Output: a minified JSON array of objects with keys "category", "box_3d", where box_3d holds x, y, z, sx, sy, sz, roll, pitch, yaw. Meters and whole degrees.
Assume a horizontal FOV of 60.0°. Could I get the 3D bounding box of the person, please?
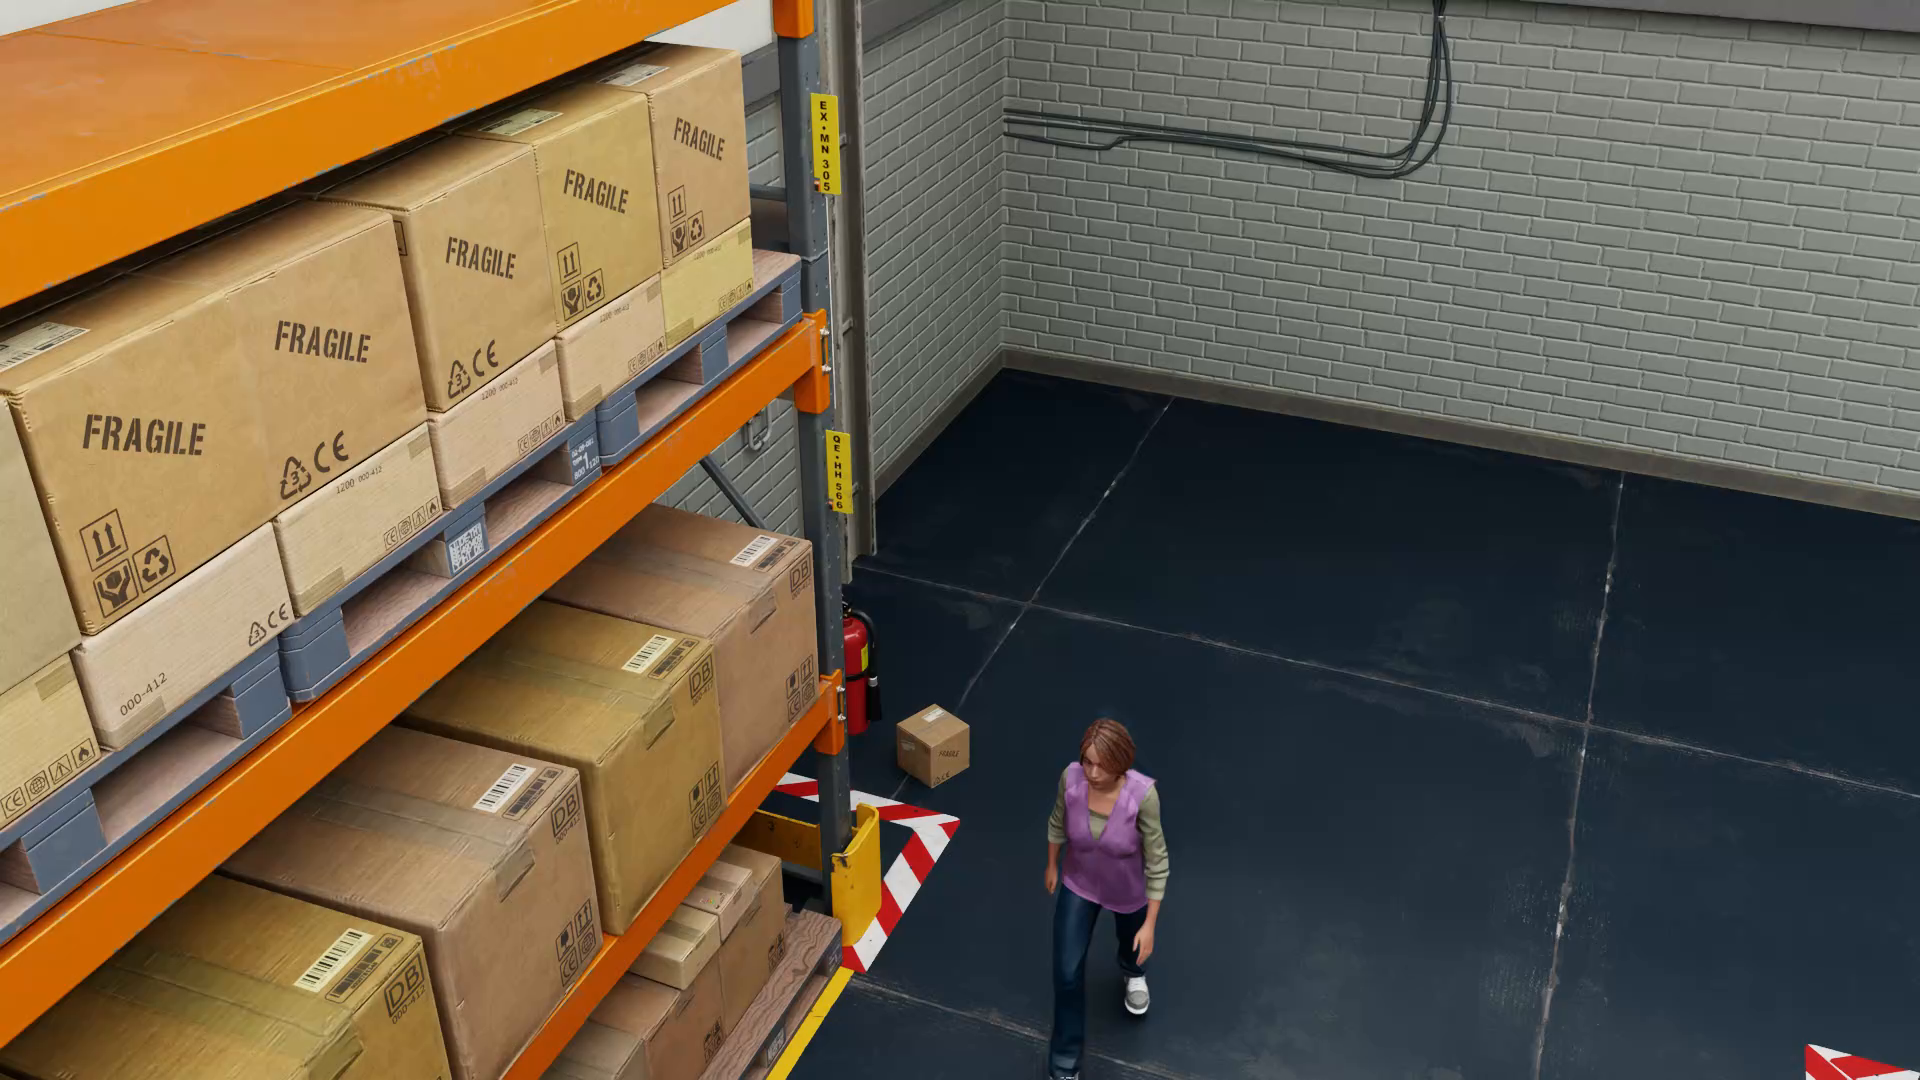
[{"category":"person","box_3d":[0.526,1.308,6.128,0.491,1.558,0.894,8,31,14]}]
